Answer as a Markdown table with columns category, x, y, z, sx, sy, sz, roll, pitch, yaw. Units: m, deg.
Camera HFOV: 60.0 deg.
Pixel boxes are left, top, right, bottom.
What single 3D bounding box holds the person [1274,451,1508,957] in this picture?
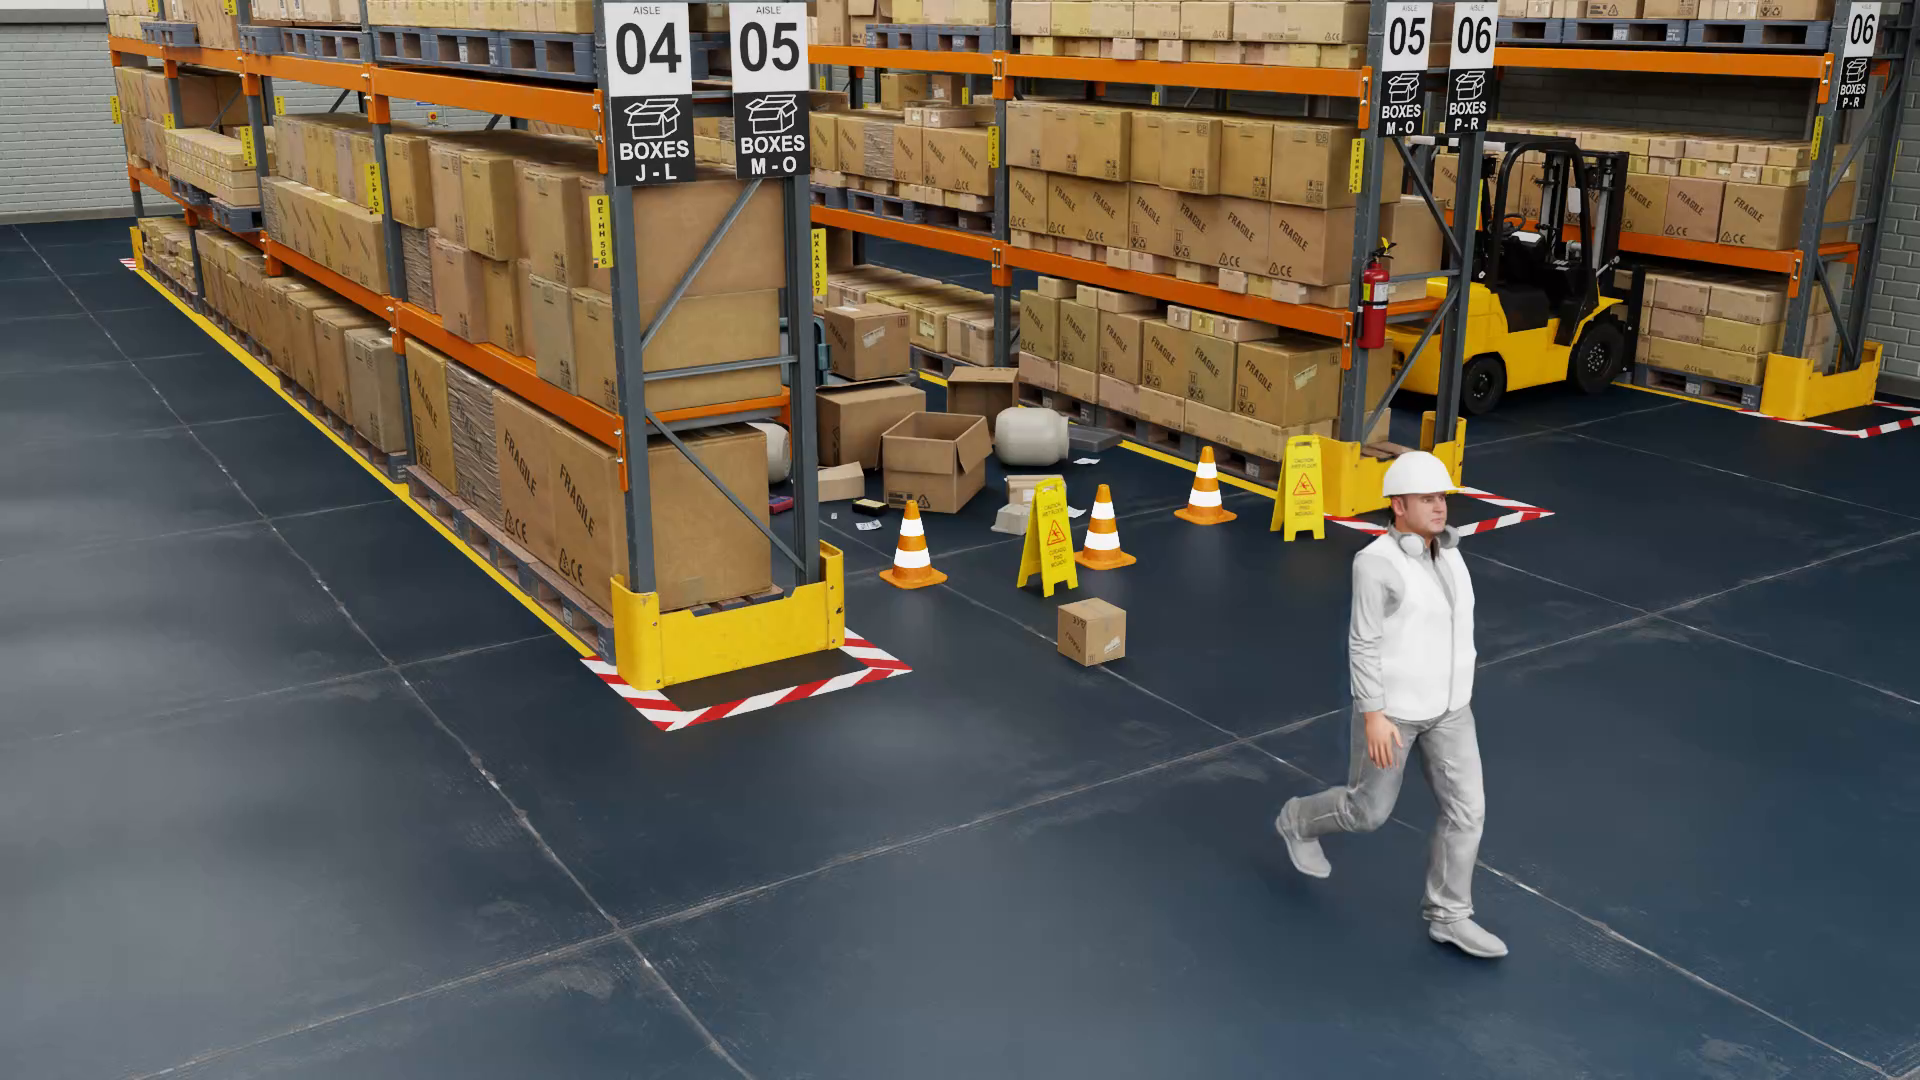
| category | x | y | z | sx | sy | sz | roll | pitch | yaw |
| --- | --- | --- | --- | --- | --- | --- | --- | --- | --- |
| person | 1.559 | 0.546 | 5.841 | 0.552 | 1.730 | 0.949 | -10 | 21 | -29 |
